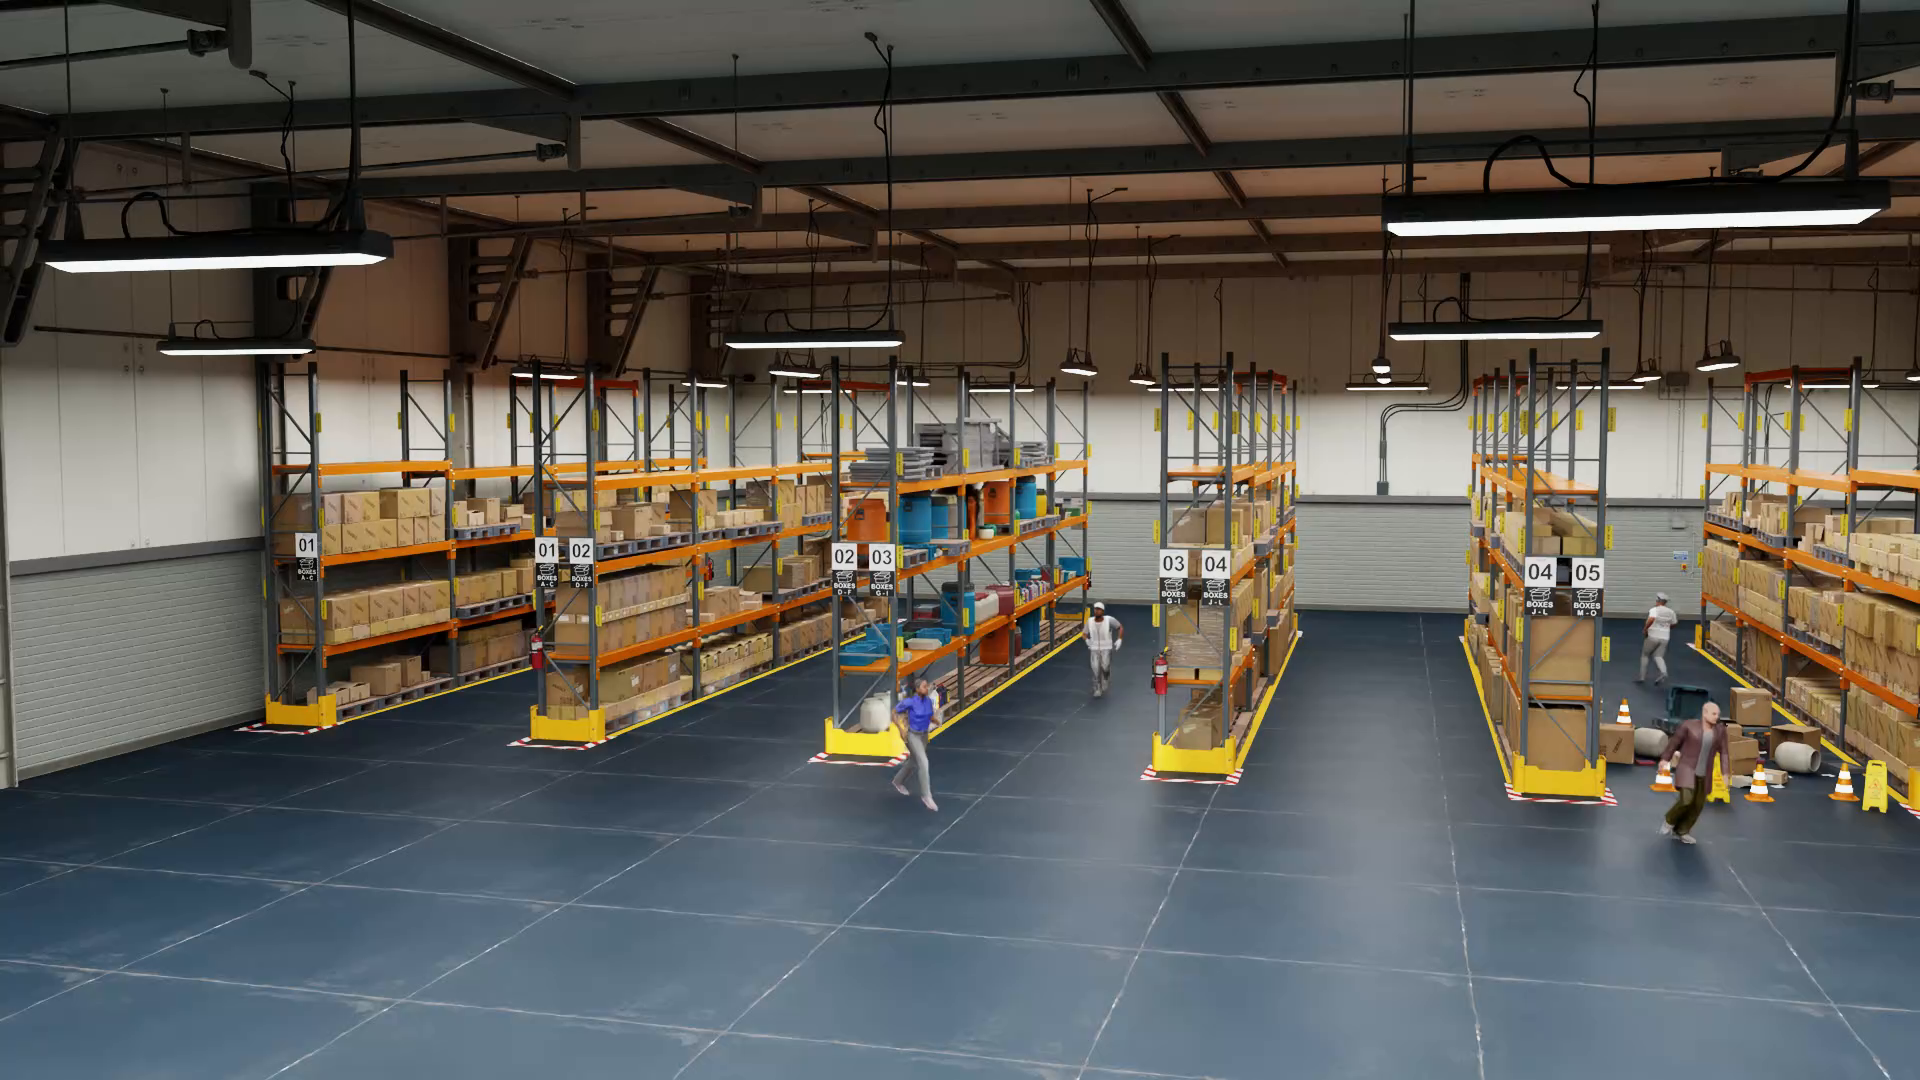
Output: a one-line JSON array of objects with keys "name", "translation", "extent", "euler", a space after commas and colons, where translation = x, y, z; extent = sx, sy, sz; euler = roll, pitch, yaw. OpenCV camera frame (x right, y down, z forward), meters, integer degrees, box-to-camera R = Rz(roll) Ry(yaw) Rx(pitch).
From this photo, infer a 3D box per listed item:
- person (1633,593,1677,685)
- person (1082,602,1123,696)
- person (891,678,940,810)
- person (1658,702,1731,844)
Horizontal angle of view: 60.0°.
[{"name": "person", "translation": [13.409, 1.897, 31.829], "extent": [0.682, 1.764, 0.931], "euler": [0, 4, -6]}, {"name": "person", "translation": [2.573, 2.000, 30.274], "extent": [0.729, 1.731, 0.710], "euler": [1, 4, 15]}, {"name": "person", "translation": [-0.598, 2.647, 21.789], "extent": [0.869, 1.697, 0.610], "euler": [3, 5, 39]}, {"name": "person", "translation": [8.707, 2.809, 19.726], "extent": [0.708, 1.613, 0.611], "euler": [0, 4, -5]}]
